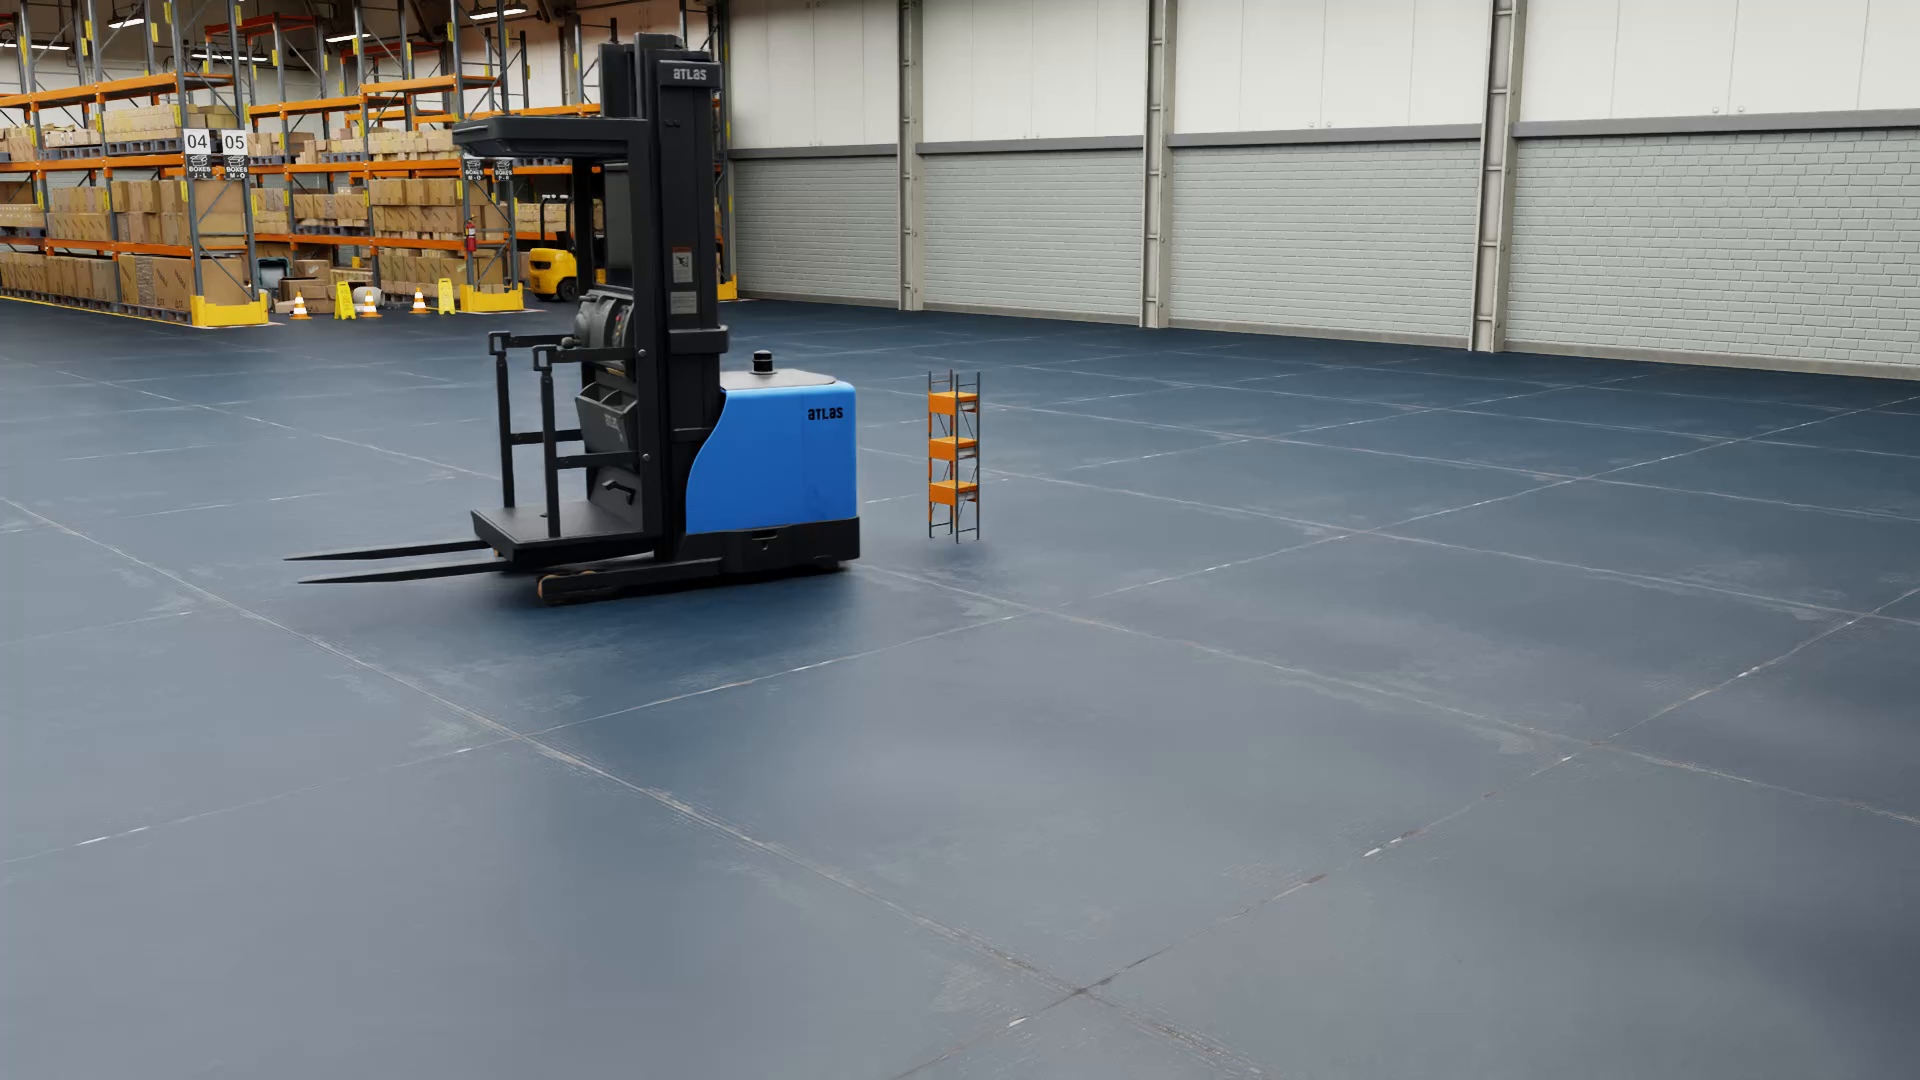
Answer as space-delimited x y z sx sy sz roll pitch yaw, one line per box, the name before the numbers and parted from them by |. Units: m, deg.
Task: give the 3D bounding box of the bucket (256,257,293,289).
bucket | -13.341 -5.145 32.298 0.726 0.611 0.620 -5 3 -23

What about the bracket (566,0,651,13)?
bracket | -7.394 -11.831 36.617 0.076 0.066 4.783 -11 16 -43

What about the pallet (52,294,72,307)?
pallet | -17.375 -4.795 33.163 1.003 0.211 1.213 -11 16 -43

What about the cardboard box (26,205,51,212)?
cardboard box | -18.535 -6.668 33.451 0.250 0.149 0.380 11 16 43

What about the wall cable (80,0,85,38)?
wall cable | -24.767 -14.973 44.435 2.355 3.000 0.029 -11 16 -43

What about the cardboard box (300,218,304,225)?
cardboard box | -14.264 -7.000 36.538 0.250 0.149 0.380 11 16 42

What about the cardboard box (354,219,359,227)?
cardboard box | -12.316 -6.568 34.437 0.250 0.149 0.380 11 16 43

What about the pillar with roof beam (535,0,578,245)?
pillar with roof beam | -12.328 -9.957 36.440 9.100 9.000 0.548 -11 16 -43

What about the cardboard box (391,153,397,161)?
cardboard box | -11.018 -7.565 32.885 0.380 0.149 0.250 -10 15 -41

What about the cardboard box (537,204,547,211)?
cardboard box | -9.544 -7.695 38.474 0.250 0.149 0.380 11 16 44

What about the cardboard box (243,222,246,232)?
cardboard box | -16.303 -7.248 38.530 0.500 0.250 0.500 -11 16 -43

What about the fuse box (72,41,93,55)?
fuse box | -23.954 -13.444 45.438 0.513 0.334 0.176 -11 16 -43

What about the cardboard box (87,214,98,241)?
cardboard box | -16.005 -5.864 31.194 0.500 0.500 0.500 -11 16 -43

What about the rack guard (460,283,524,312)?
rack guard | -8.882 -4.610 31.550 1.175 0.500 0.348 -11 16 -43

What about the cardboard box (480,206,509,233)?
cardboard box | -8.956 -6.126 31.727 0.500 0.500 0.500 -11 16 -43

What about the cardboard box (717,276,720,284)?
cardboard box | -5.440 -5.474 35.319 0.500 0.250 0.500 -11 16 -42

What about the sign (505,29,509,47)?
sign | -8.437 -9.334 30.903 0.100 0.325 0.005 -11 16 -43

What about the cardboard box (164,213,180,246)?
cardboard box | -13.025 -5.318 28.416 0.875 0.550 0.550 -11 16 -43

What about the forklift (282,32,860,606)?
forklift | -2.122 -1.210 9.023 3.031 2.935 1.130 -6 13 -28

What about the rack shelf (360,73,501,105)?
rack shelf | -10.211 -8.700 32.128 1.077 0.370 4.000 -11 16 -43

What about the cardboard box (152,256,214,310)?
cardboard box | -13.465 -4.502 29.054 0.875 0.875 0.875 -11 16 -43

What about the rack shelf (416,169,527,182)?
rack shelf | -12.148 -9.092 41.458 1.077 0.370 4.000 -11 16 -43

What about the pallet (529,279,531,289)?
pallet | -9.388 -6.014 39.079 1.003 0.211 1.213 -11 16 -43

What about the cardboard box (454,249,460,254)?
cardboard box | -12.527 -7.295 41.932 0.380 0.149 0.250 -10 15 -41

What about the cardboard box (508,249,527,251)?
cardboard box | -10.902 -7.102 40.996 0.380 0.149 0.250 -10 15 -40

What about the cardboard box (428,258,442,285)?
cardboard box | -9.934 -5.206 32.162 0.500 0.500 0.500 -10 15 -40

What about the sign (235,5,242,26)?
sign | -11.934 -8.669 27.480 0.100 0.325 0.005 -11 16 -43

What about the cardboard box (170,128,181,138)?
cardboard box | -12.815 -6.721 27.501 0.380 0.149 0.250 -11 16 -43

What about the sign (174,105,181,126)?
sign | -12.742 -6.909 27.083 0.100 0.325 0.005 -11 16 -43

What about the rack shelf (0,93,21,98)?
rack shelf | -22.008 -9.747 37.209 1.077 0.370 4.000 -11 16 -43

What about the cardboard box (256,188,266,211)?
cardboard box | -15.599 -7.716 37.703 0.500 0.500 0.500 -11 16 -43

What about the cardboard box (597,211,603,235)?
cardboard box | -7.887 -7.047 36.936 0.500 0.500 0.500 11 16 44

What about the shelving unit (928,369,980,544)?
shelving unit | -0.037 -0.522 10.343 0.215 1.050 0.252 -11 16 -43

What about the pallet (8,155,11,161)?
pallet | -20.278 -8.143 35.532 1.213 0.211 1.003 -11 16 -43

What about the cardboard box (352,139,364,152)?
cardboard box | -12.100 -8.074 34.063 0.500 0.250 0.500 -11 16 -44

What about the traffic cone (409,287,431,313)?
traffic cone | -10.060 -4.464 30.932 0.336 0.463 0.334 -11 16 -43

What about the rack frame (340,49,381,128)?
rack frame | -16.292 -11.789 45.333 1.000 3.000 0.127 -11 16 -43

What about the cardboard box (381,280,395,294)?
cardboard box | -11.380 -5.143 33.712 0.500 0.250 0.500 11 16 43

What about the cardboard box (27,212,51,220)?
cardboard box | -18.535 -6.524 33.486 0.380 0.149 0.250 -10 16 -41

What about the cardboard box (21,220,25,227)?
cardboard box | -18.886 -6.451 33.872 0.380 0.149 0.250 -11 16 -42

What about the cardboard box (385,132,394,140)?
cardboard box | -11.072 -7.937 32.714 0.380 0.149 0.250 -11 16 -43

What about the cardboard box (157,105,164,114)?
cardboard box | -13.166 -7.186 27.783 0.380 0.149 0.250 -11 16 -42

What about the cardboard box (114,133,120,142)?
cardboard box | -14.745 -7.129 29.480 0.380 0.149 0.250 -11 16 -43

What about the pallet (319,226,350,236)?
pallet | -12.958 -6.614 35.556 1.003 0.211 1.213 -11 16 -43

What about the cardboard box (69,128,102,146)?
cardboard box | -16.472 -7.608 31.404 0.500 0.311 0.500 11 16 43

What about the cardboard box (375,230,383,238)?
cardboard box | -11.606 -6.194 33.663 0.380 0.149 0.250 -11 16 -43

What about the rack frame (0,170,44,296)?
rack frame | -20.627 -6.870 36.325 1.000 3.000 0.127 -11 16 -43

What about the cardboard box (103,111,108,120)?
cardboard box | -15.097 -7.594 29.760 0.380 0.149 0.250 -11 16 -42

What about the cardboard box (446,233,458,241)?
cardboard box | -9.498 -5.747 31.494 0.380 0.149 0.250 -11 16 -43

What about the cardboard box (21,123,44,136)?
cardboard box | -18.697 -8.275 33.565 0.396 0.266 0.258 -11 16 -43

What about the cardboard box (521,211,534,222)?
cardboard box | -9.944 -7.604 39.018 0.500 0.250 0.500 11 16 44

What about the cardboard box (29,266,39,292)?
cardboard box | -18.864 -5.404 34.361 0.500 0.500 0.500 -10 15 -40

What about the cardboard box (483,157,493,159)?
cardboard box | -8.824 -7.263 31.421 0.380 0.149 0.250 -11 16 -42
